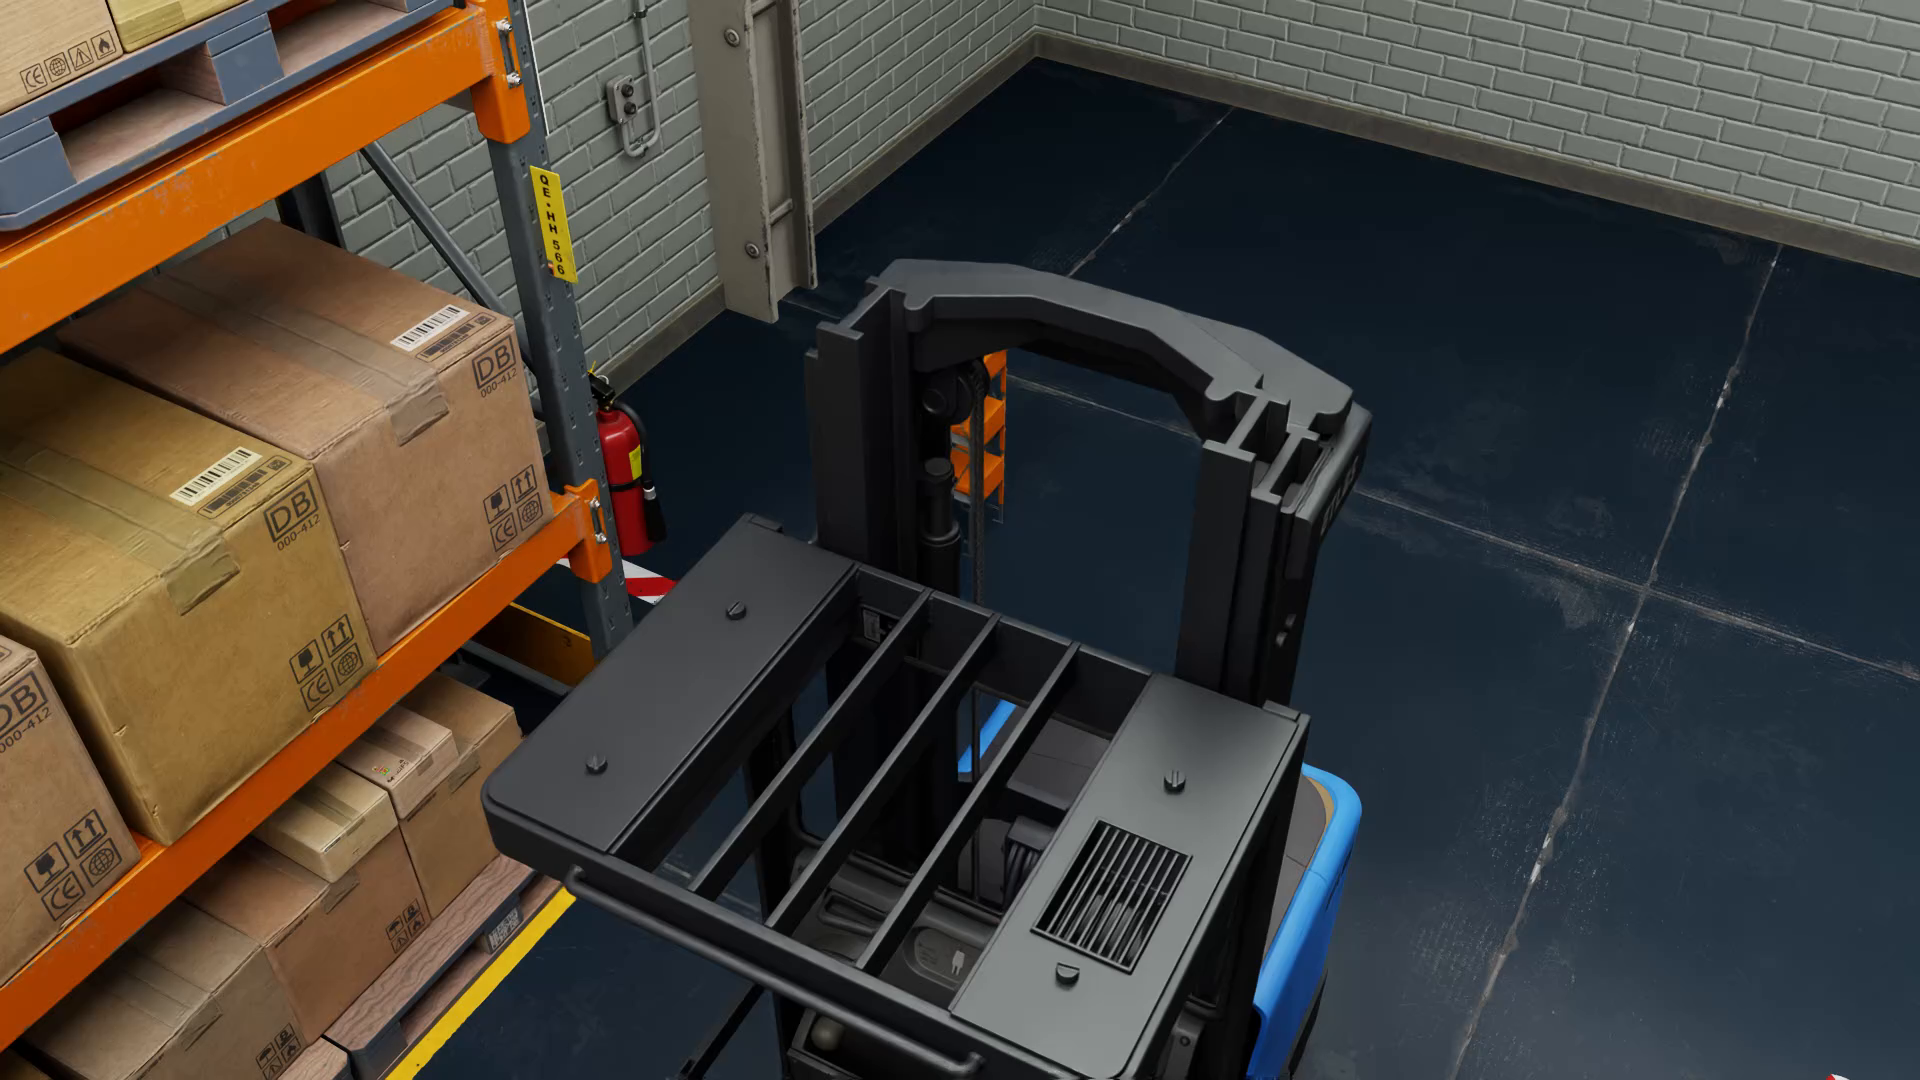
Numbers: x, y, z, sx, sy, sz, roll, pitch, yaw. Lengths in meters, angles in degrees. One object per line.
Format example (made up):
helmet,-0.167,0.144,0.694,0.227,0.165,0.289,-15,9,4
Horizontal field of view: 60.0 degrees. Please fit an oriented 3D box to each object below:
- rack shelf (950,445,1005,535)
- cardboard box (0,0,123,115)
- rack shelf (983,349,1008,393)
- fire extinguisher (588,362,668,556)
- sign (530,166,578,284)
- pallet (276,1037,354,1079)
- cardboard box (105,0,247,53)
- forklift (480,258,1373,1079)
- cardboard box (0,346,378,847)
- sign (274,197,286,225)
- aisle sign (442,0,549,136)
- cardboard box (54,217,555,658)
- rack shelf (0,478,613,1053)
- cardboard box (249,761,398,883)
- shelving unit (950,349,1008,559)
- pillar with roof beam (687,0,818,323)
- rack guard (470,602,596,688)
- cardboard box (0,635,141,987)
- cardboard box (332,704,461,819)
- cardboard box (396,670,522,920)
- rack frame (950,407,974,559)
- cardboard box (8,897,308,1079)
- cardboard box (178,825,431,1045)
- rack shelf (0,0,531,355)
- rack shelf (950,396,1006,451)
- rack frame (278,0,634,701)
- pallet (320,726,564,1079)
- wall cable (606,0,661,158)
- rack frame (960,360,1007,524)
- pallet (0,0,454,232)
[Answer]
rack shelf,0.027,-0.208,6.628,0.215,0.259,0.240,21,45,22
cardboard box,-1.925,-0.948,3.007,0.500,0.250,0.500,19,45,21
rack shelf,0.027,-0.630,6.257,0.215,0.259,0.240,21,45,22
fire extinguisher,-1.054,-0.253,5.108,0.296,0.674,0.183,21,45,22
sign,-1.066,-0.824,4.361,0.100,0.325,0.005,21,45,22
pallet,-2.473,1.737,4.618,1.003,0.211,1.213,21,45,22
cardboard box,-1.666,-1.246,3.345,0.500,0.250,0.500,22,46,23
forklift,-0.058,1.063,3.325,1.130,2.935,3.031,19,45,21
cardboard box,-2.130,0.114,4.123,0.980,0.700,0.700,21,45,22
sign,-2.007,-1.030,4.935,0.100,0.325,0.005,21,45,22
aisle sign,-1.233,-1.406,4.109,0.394,0.787,0.004,21,45,22
cardboard box,-1.776,-0.305,4.600,0.980,0.700,0.700,23,46,24
rack shelf,-2.530,0.926,3.973,1.077,0.370,4.000,21,45,22
cardboard box,-1.827,0.763,4.697,0.380,0.149,0.250,22,46,23
shelving unit,0.027,-0.425,6.438,0.215,1.050,0.252,21,45,22
pillar with roof beam,2.800,-3.147,3.514,9.100,9.000,0.400,21,45,22
rack guard,-1.517,0.436,5.876,1.175,0.500,0.348,21,45,22
cardboard box,-2.520,0.548,3.631,0.980,0.700,0.700,19,45,20
cardboard box,-1.699,0.616,4.863,0.380,0.149,0.250,20,45,22
cardboard box,-1.793,0.726,5.229,0.700,0.500,0.500,21,45,22
rack frame,-0.034,-0.355,6.359,0.200,1.050,0.008,21,45,22
cardboard box,-2.294,1.300,4.577,0.700,0.500,0.500,19,45,21
cardboard box,-2.043,1.012,4.904,0.700,0.500,0.500,21,45,22
rack shelf,-2.530,-0.199,2.981,1.077,0.370,4.000,21,45,22
rack shelf,0.027,-0.417,6.445,0.215,0.259,0.240,21,45,22
rack frame,-1.529,-0.488,5.035,1.000,3.000,0.127,21,45,22
pallet,-1.861,1.042,5.407,1.003,0.211,1.213,21,45,22
wall cable,-1.707,-1.915,5.886,0.084,1.984,1.851,21,45,22
rack frame,0.088,-0.494,6.517,0.200,1.050,0.008,21,45,22
pallet,-1.891,-1.153,3.587,1.003,0.211,1.213,21,45,22
